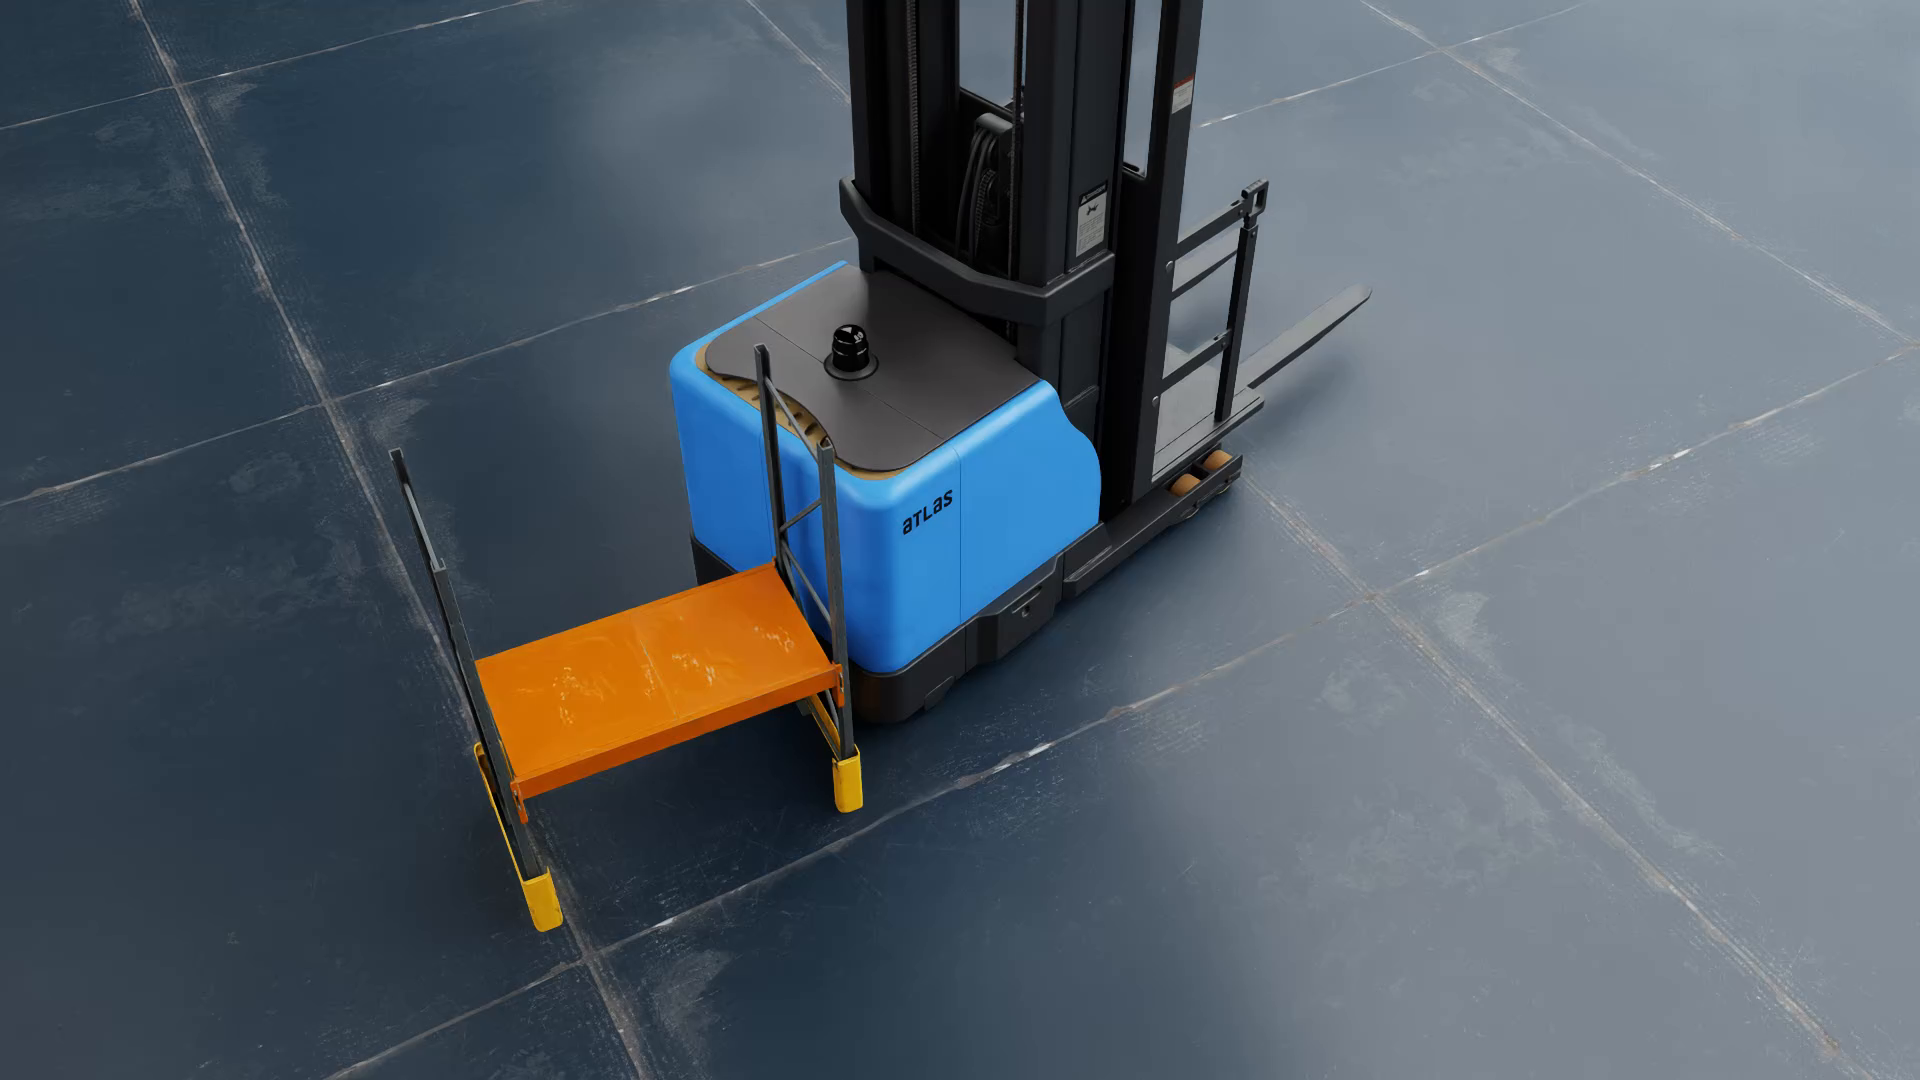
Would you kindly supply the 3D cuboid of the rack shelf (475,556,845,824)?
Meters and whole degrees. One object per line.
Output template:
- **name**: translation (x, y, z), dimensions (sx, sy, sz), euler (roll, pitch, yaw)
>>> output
- **rack shelf**: translation (-0.911, 0.429, 4.989), dimensions (1.000, 0.185, 0.538), euler (-19, 47, -18)

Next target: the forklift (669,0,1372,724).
- **forklift**: translation (0.442, -1.364, 5.550), dimensions (1.130, 2.935, 3.031), euler (35, 54, 30)

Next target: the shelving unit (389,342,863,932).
- **shelving unit**: translation (-0.919, 0.303, 4.861), dimensions (1.083, 1.500, 0.587), euler (-19, 47, -18)

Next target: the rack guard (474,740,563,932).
- **rack guard**: translation (-1.366, 0.904, 5.139), dimensions (0.087, 0.250, 0.587), euler (-19, 47, -18)

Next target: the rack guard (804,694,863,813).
- **rack guard**: translation (-0.473, 0.598, 5.454), dimensions (0.087, 0.250, 0.587), euler (-19, 47, -18)

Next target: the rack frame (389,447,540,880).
- **rack frame**: translation (-1.367, 0.456, 4.703), dimensions (0.032, 1.500, 0.500), euler (-19, 47, -18)

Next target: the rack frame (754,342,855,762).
- **rack frame**: translation (-0.455, 0.144, 5.025), dimensions (0.032, 1.500, 0.500), euler (-19, 47, -18)
